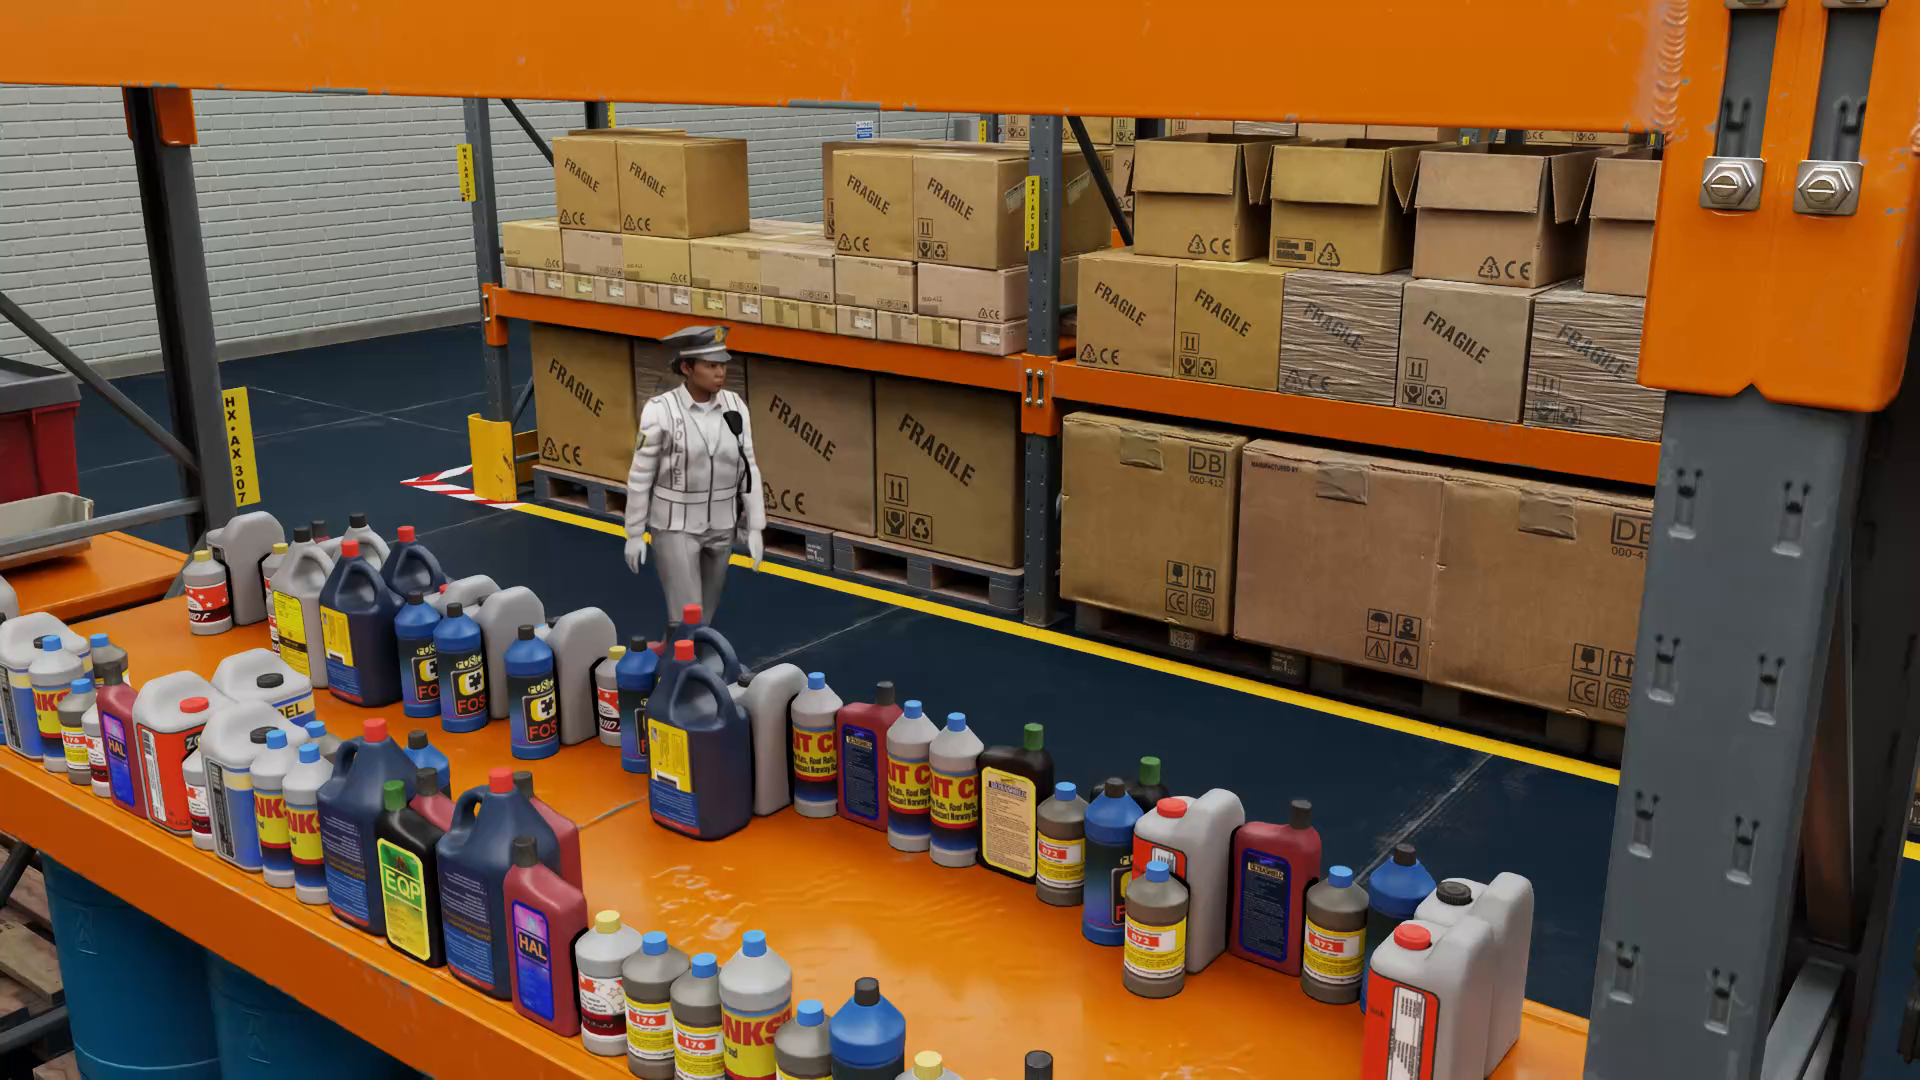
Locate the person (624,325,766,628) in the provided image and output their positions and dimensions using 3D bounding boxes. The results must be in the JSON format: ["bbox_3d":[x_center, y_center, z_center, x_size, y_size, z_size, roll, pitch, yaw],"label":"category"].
[{"bbox_3d":[-1.054,-0.020,6.558,0.545,1.695,0.511,-12,21,-36],"label":"person"}]
